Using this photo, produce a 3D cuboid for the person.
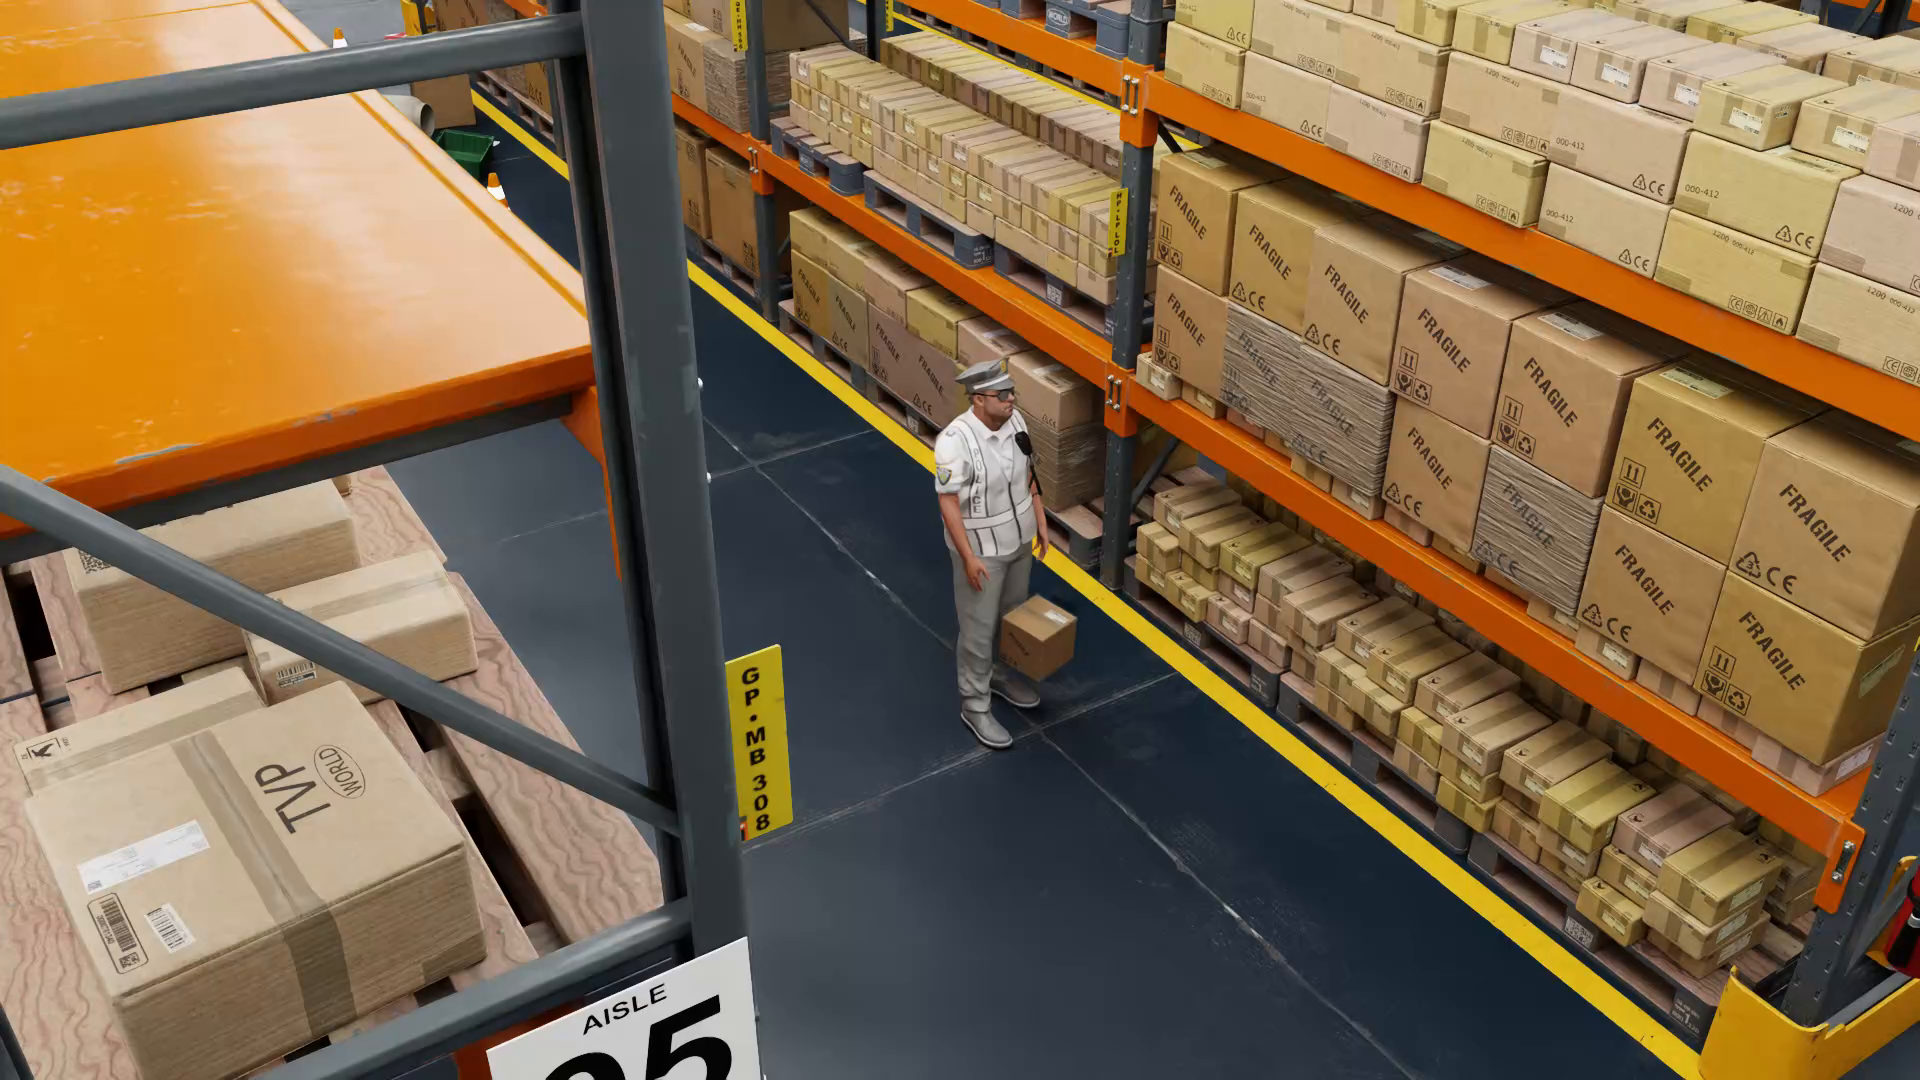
[{"bbox_3d":[0.194,0.024,7.615,0.572,1.783,0.613,27,41,36],"label":"person"}]
